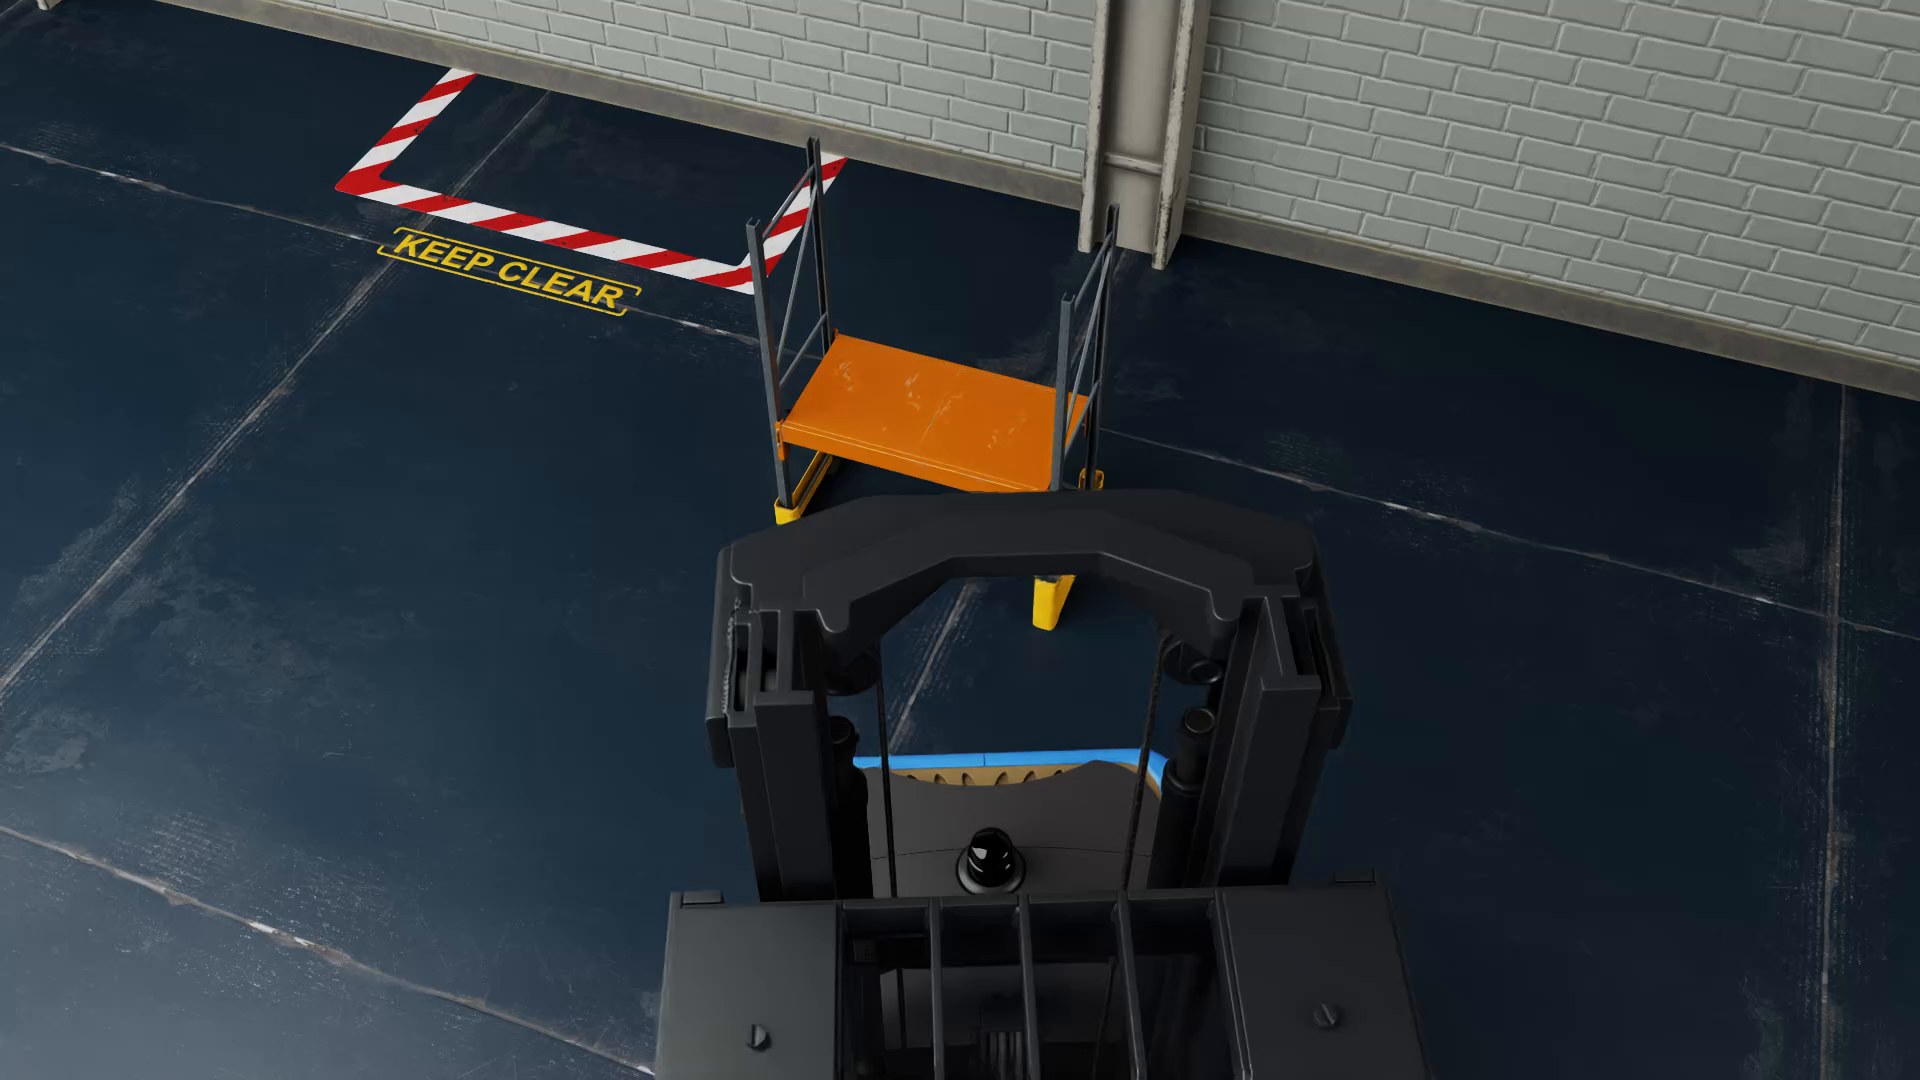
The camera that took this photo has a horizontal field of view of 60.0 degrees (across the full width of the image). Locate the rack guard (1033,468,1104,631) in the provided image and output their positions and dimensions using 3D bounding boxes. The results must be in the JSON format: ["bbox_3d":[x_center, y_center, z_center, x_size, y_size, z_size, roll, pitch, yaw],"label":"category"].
[{"bbox_3d":[0.396,0.029,6.060,0.087,0.250,0.587,16,51,13],"label":"rack guard"}]

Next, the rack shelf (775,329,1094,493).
[{"bbox_3d":[-0.080,-0.396,5.839,1.000,0.185,0.538,16,51,13],"label":"rack shelf"}]

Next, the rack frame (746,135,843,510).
[{"bbox_3d":[-0.557,-0.647,5.818,0.032,1.500,0.500,16,51,13],"label":"rack frame"}]

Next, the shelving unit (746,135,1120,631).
[{"bbox_3d":[-0.072,-0.511,5.701,1.083,1.500,0.587,16,51,13],"label":"shelving unit"}]

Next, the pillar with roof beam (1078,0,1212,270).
[{"bbox_3d":[-0.732,-1.236,1.366,0.400,9.000,9.100,16,51,13],"label":"pillar with roof beam"}]

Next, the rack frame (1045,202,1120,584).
[{"bbox_3d":[0.397,-0.380,5.587,0.032,1.500,0.500,16,51,13],"label":"rack frame"}]

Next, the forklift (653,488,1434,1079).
[{"bbox_3d":[0.116,1.417,3.083,1.130,2.935,3.031,-2,49,-1],"label":"forklift"}]

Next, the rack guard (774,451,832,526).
[{"bbox_3d":[-0.539,-0.232,6.286,0.087,0.250,0.587,16,51,13],"label":"rack guard"}]
